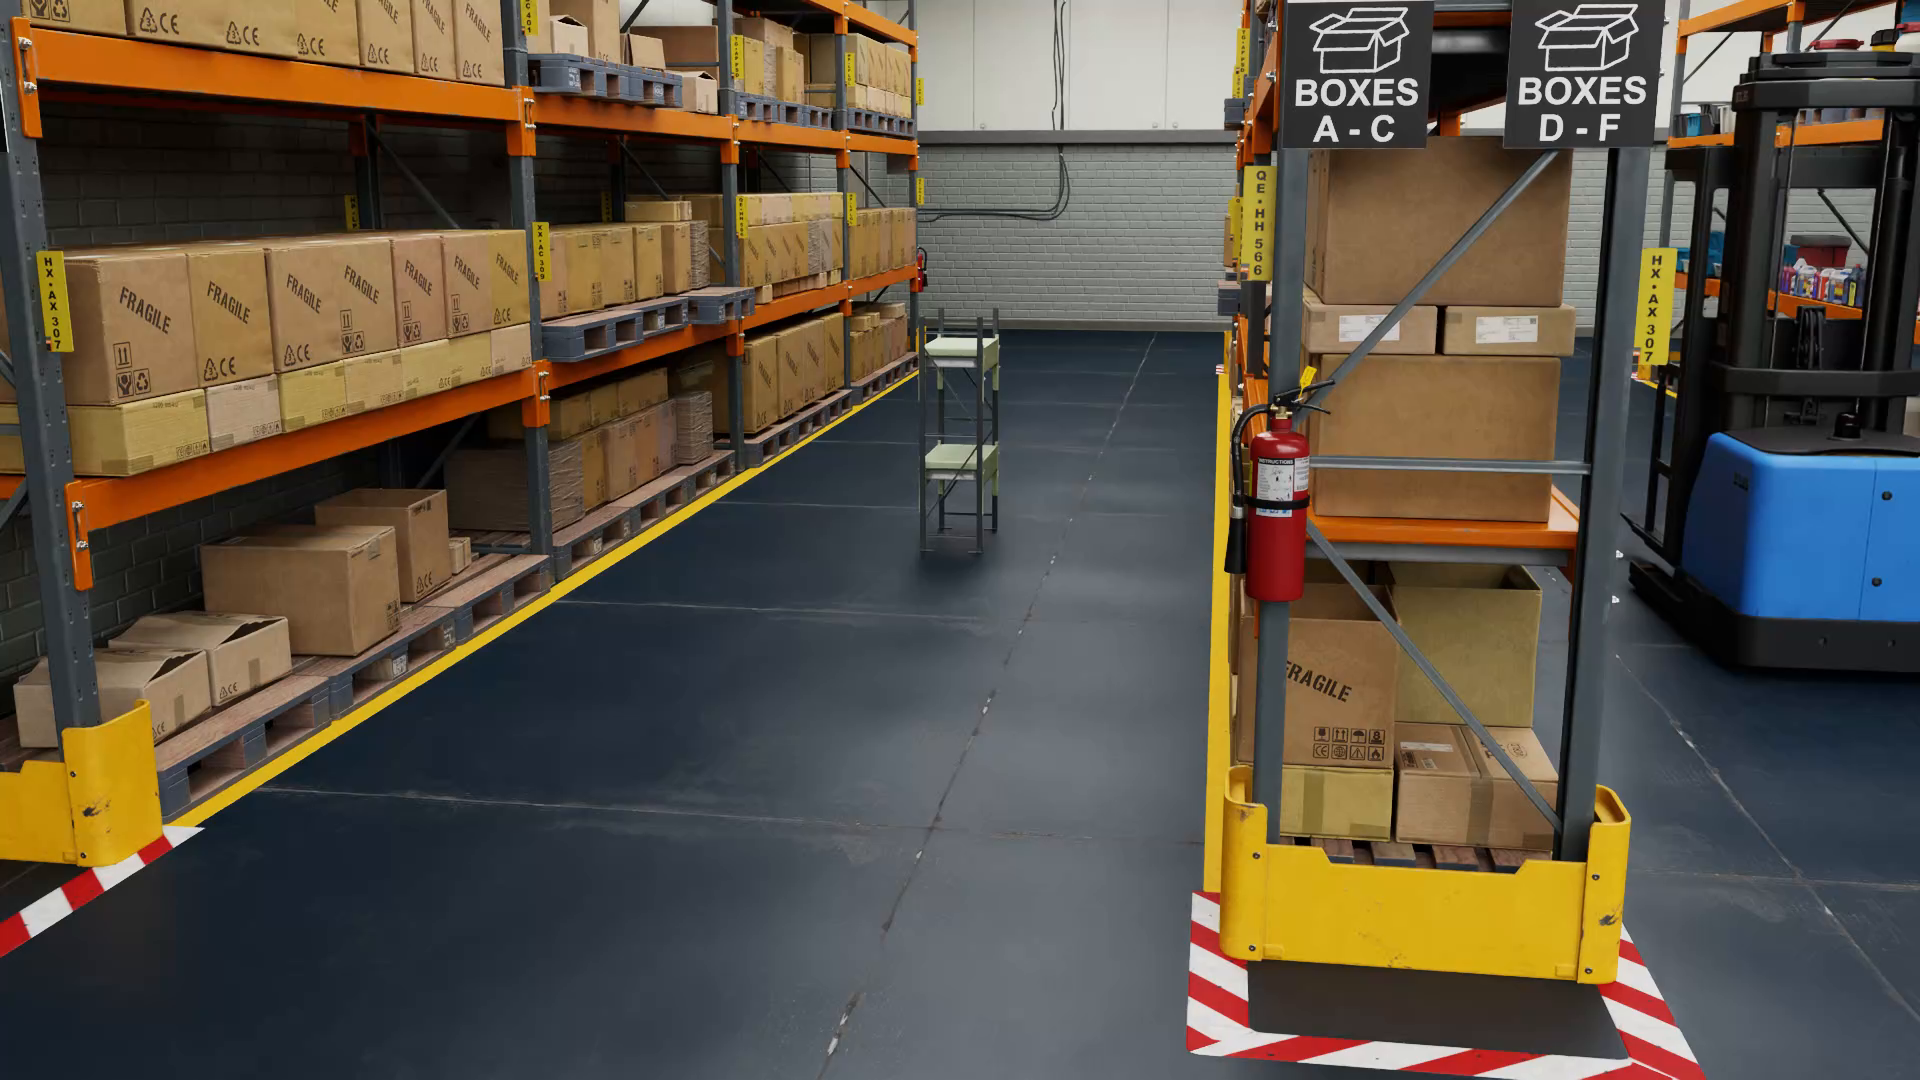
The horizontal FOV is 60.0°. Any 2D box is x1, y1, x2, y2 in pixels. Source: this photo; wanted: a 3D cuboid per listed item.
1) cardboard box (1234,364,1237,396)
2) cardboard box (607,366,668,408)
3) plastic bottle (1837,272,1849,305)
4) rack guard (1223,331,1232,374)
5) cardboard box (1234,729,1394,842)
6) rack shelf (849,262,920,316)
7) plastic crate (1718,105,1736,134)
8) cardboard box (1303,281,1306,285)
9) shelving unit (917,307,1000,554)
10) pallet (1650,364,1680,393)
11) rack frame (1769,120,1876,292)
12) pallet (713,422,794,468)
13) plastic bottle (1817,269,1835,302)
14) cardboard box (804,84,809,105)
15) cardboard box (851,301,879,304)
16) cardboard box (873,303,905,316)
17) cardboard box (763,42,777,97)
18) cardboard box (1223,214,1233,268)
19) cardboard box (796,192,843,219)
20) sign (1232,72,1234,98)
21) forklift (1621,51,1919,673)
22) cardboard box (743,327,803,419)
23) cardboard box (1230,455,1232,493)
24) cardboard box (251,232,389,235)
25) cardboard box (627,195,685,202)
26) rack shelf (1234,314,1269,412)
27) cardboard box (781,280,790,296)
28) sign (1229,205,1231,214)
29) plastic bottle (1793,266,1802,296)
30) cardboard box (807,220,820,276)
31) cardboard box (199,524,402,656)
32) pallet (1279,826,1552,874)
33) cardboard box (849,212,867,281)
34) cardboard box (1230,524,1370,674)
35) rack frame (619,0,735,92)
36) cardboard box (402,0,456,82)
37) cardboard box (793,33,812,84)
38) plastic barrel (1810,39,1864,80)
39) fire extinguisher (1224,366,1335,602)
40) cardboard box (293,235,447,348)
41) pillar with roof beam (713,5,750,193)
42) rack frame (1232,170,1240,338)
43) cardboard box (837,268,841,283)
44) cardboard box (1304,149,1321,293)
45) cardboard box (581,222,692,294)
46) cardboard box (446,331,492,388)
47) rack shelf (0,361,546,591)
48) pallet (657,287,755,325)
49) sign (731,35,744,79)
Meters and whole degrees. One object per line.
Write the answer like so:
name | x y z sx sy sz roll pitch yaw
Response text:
cardboard box | 2.698 -1.291 14.751 0.500 0.500 0.500 1 12 7
cardboard box | -2.473 -1.129 12.223 0.500 0.250 0.500 2 12 10
plastic bottle | 7.455 -2.118 14.007 0.097 0.271 0.097 0 12 0
rack guard | 3.850 -2.306 20.505 1.175 0.500 0.348 2 12 9
cardboard box | 1.191 0.805 5.668 0.500 0.250 0.500 2 12 9
rack shelf | -1.341 -2.935 19.200 1.077 0.370 4.000 2 12 9
plastic crate | 8.110 -4.339 17.169 0.437 0.282 0.530 2 12 9
cardboard box | 1.430 -0.879 6.176 0.380 0.149 0.250 2 12 10
shelving unit | -0.001 -0.732 10.829 0.431 1.500 0.755 2 12 9
pallet | 8.590 -1.849 19.070 1.003 0.211 1.213 2 12 9
rack frame | 8.140 -2.549 15.703 1.000 3.000 0.127 2 12 9
pallet | -2.068 -0.836 14.373 1.003 0.211 1.213 2 12 9
plastic bottle | 7.550 -2.212 14.432 0.152 0.276 0.135 2 12 9
cardboard box | -1.775 -4.668 17.534 0.500 0.250 0.500 2 12 9
cardboard box | -1.221 -2.887 20.667 0.380 0.149 0.250 2 12 9
cardboard box | -0.882 -2.822 20.365 0.380 0.149 0.250 2 12 8
cardboard box | -2.055 -4.201 14.965 0.700 0.500 0.500 2 12 9
cardboard box | 2.952 -2.874 15.973 0.700 0.500 0.500 -2 12 -10
cardboard box | -1.468 -3.336 16.580 0.500 0.250 0.500 2 12 10
sign | 3.325 -5.455 19.989 0.100 0.325 0.005 2 12 9
forklift | 4.406 -1.066 8.982 1.130 2.935 3.031 2 12 8
cardboard box | -1.880 -1.523 15.047 0.750 0.750 0.750 2 12 8
cardboard box | 2.110 -0.427 11.383 0.500 0.250 0.500 2 12 7
cardboard box | -3.241 -1.310 8.478 0.500 0.500 0.500 2 12 8
cardboard box | -2.451 -2.711 13.683 0.500 0.250 0.500 2 12 10
rack shelf | 2.324 -1.110 10.732 1.077 0.370 4.000 2 12 9
cardboard box | -1.759 -2.305 15.120 0.380 0.149 0.250 2 12 9
sign | 2.709 -3.150 16.435 0.100 0.325 0.005 2 12 9
plastic bottle | 7.627 -2.351 15.090 0.097 0.271 0.097 0 12 0
cardboard box | -1.625 -2.759 15.687 0.500 0.500 0.500 2 12 9
cardboard box | -3.049 0.224 7.725 0.700 0.500 0.500 1 12 5
pallet | 1.477 0.990 5.899 1.003 0.211 1.213 2 12 9
cardboard box | -1.549 -3.129 17.683 0.980 0.700 0.700 2 12 10
cardboard box | 1.329 0.230 6.558 0.500 0.500 0.500 2 12 9
rack frame | -2.264 -4.970 12.697 1.000 3.000 0.127 2 12 9
cardboard box | -2.803 -2.512 8.125 0.500 0.500 0.500 1 12 4
cardboard box | -1.772 -5.037 17.469 0.500 0.500 0.500 2 12 8
plastic barrel | 7.812 -4.186 14.858 0.433 0.535 0.433 0 12 0
fire extinguisher | 0.924 -0.165 4.824 0.296 0.674 0.183 2 12 9
cardboard box | -2.806 -1.191 7.929 0.500 0.500 0.500 2 12 7
pillar with roof beam | 1.858 -5.837 16.720 9.100 9.000 0.400 2 12 9
rack frame | 3.862 -3.543 20.315 1.000 3.000 0.127 2 12 9
cardboard box | -1.421 -2.678 16.848 0.380 0.149 0.250 2 12 9
cardboard box | 1.569 -1.113 5.722 0.700 0.500 0.500 2 12 7
cardboard box | -2.386 -2.086 12.273 0.700 0.500 0.500 1 12 3
cardboard box | -2.737 -0.930 8.496 0.500 0.250 0.500 2 12 9
rack shelf | -3.187 -0.437 7.609 1.077 0.370 4.000 2 12 9
pallet | -2.268 -1.792 12.645 1.213 0.211 1.003 2 12 9
sign | -1.728 -3.739 12.875 0.100 0.325 0.005 2 12 9
